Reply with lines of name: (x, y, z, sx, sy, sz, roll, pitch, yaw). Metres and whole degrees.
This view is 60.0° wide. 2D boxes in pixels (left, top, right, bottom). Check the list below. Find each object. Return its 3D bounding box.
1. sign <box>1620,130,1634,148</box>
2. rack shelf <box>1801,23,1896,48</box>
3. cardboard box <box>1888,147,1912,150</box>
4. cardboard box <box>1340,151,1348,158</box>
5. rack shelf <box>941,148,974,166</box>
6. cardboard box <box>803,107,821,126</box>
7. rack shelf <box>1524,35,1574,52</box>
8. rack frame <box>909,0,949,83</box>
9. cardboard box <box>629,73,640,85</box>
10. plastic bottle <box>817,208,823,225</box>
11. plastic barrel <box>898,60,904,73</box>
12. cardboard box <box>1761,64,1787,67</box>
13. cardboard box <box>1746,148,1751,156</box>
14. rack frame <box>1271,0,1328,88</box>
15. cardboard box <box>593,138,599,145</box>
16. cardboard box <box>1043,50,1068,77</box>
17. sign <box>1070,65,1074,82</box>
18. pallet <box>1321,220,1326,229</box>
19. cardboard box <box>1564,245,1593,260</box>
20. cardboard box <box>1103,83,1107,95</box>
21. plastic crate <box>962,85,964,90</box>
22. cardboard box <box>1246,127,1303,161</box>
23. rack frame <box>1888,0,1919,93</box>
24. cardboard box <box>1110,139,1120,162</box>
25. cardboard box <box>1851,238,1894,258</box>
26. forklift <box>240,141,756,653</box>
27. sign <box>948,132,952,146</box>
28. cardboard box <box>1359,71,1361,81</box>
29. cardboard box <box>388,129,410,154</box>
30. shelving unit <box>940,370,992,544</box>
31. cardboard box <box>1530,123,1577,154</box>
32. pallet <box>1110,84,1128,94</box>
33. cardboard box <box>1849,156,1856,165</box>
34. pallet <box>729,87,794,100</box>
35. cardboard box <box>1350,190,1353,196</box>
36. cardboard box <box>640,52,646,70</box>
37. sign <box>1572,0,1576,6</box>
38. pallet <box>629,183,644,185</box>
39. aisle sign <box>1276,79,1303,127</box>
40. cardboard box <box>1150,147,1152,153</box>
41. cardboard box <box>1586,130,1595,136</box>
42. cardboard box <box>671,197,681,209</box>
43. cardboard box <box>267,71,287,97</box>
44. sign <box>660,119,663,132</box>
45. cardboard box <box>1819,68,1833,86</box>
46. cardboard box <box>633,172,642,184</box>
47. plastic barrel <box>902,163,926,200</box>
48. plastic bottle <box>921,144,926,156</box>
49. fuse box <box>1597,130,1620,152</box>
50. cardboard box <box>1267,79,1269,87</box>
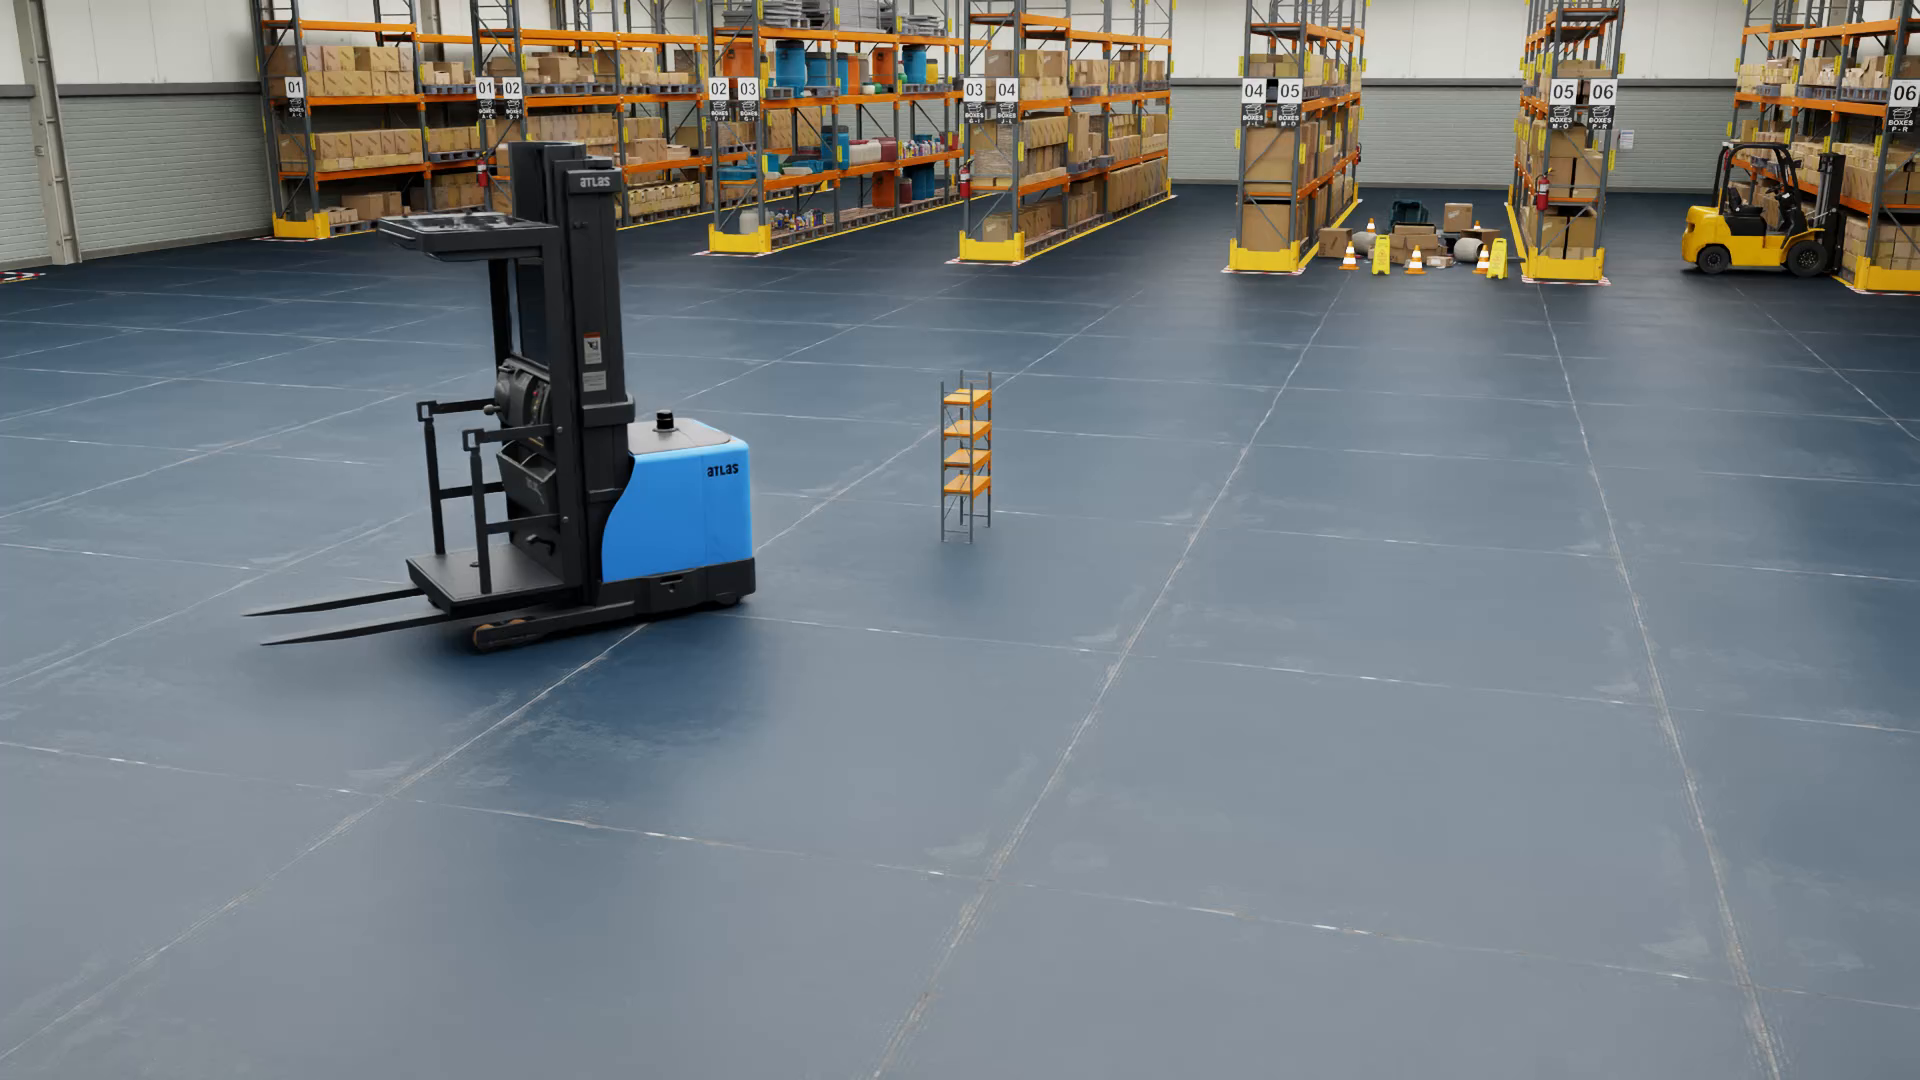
sign: (18.697, -11.237, 46.624, 0.329, 0.494, 0.001, 5, 16, 16)
rack shelf: (16.531, -9.338, 30.813, 1.077, 0.370, 4.000, 5, 16, 16)
cardboard box: (15.664, -6.467, 27.717, 0.380, 0.149, 0.250, 5, 17, 17)
cardboard box: (9.095, -9.230, 39.833, 0.380, 0.149, 0.250, 5, 17, 18)
rack shelf: (-0.206, -10.274, 44.373, 1.077, 0.370, 4.000, 5, 16, 16)
cardboard box: (-4.249, -11.920, 46.841, 0.500, 0.500, 0.500, 4, 16, 15)
rack shelf: (14.044, -11.815, 39.545, 1.077, 0.370, 4.000, 5, 16, 16)
rack frame: (-0.775, -12.983, 41.611, 1.000, 3.000, 0.127, 5, 16, 16)
cardboard box: (-7.458, -10.266, 37.036, 0.500, 0.250, 0.500, 3, 16, 10)
plastic bottle: (-2.955, -6.750, 34.680, 0.144, 0.351, 0.185, 4, 16, 14)
plastic barrel: (-1.552, -11.236, 39.932, 0.433, 0.535, 0.433, 0, 16, 0)
cardboard box: (18.148, -10.466, 37.047, 0.500, 0.250, 0.500, 5, 16, 16)
cardboard box: (18.275, -8.916, 37.995, 0.500, 0.250, 0.500, 5, 16, 16)
rack frame: (6.427, -10.095, 31.429, 1.000, 3.000, 0.127, 5, 16, 16)
cardboard box: (-7.886, -8.459, 35.285, 0.380, 0.149, 0.250, 5, 16, 16)
cardboard box: (1.817, -9.357, 32.680, 0.500, 0.500, 0.500, 4, 16, 14)
sign: (2.223, -9.272, 33.076, 0.100, 0.325, 0.005, 5, 16, 16)
pallet: (7.268, -6.713, 35.611, 1.003, 0.211, 1.213, 5, 16, 16)
cardboard box: (10.560, -4.874, 28.284, 0.500, 0.250, 0.500, 4, 16, 15)
cardboard box: (2.938, -9.894, 36.492, 0.500, 0.250, 0.500, 5, 16, 16)
plastic crate: (0.013, -11.900, 43.772, 0.437, 0.136, 0.530, 5, 16, 16)
cardboard box: (5.433, -6.848, 28.722, 0.875, 0.550, 0.550, 5, 16, 16)
rack frame: (14.825, -8.307, 25.126, 1.000, 3.000, 0.127, 5, 16, 16)
cardboard box: (3.381, -8.956, 38.223, 0.500, 0.500, 0.500, 4, 16, 14)
cardboard box: (14.664, -4.692, 26.728, 0.500, 0.250, 0.500, 4, 16, 15)
forklift: (-2.857, -0.900, 10.133, 3.031, 2.935, 1.130, -10, 19, -31)
sign: (-0.248, -10.187, 42.240, 0.100, 0.325, 0.005, 5, 16, 16)
cardboard box: (9.951, -11.819, 42.365, 0.500, 0.250, 0.500, 4, 16, 14)
cardboard box: (-12.521, -8.792, 36.692, 0.500, 0.500, 0.500, 5, 16, 16)
shelving unit: (0.047, -0.621, 12.318, 0.258, 1.200, 0.503, 5, 16, 16)
cardboard box: (10.199, -6.901, 28.601, 0.700, 0.500, 0.500, 4, 16, 15)
pallet: (3.285, -10.484, 38.644, 1.003, 0.211, 1.213, 5, 17, 18)
cardboard box: (15.161, -6.362, 27.889, 0.380, 0.149, 0.250, 4, 16, 15)
pallet: (-3.856, -8.518, 31.714, 1.003, 0.211, 1.213, 5, 16, 16)
cardboard box: (9.912, -8.950, 42.840, 0.380, 0.149, 0.250, 5, 17, 18)
cardboard box: (-9.235, -13.551, 47.058, 0.500, 0.500, 0.500, 5, 17, 18)
sign: (15.129, -13.319, 40.938, 0.100, 0.325, 0.005, 5, 16, 16)
pallet: (-9.637, -10.037, 47.328, 1.003, 0.211, 1.213, 5, 16, 16)
aisle sign: (5.558, -7.371, 28.056, 0.394, 0.787, 0.004, 5, 16, 16)
cardboard box: (4.672, -9.917, 42.257, 0.380, 0.149, 0.250, 4, 16, 15)
cardboard box: (11.675, -7.652, 31.125, 0.380, 0.149, 0.250, 5, 16, 16)
cardboard box: (-6.864, -7.892, 38.925, 0.500, 0.250, 0.500, 5, 17, 17)
cardboard box: (-13.808, -9.355, 34.098, 0.500, 0.500, 0.500, 6, 17, 20)
sign: (-7.182, -9.994, 40.091, 0.100, 0.325, 0.005, 5, 16, 16)
cardboard box: (16.152, -8.527, 30.608, 0.500, 0.311, 0.500, 4, 16, 14)
cardboard box: (-9.524, -10.458, 47.513, 0.700, 0.500, 0.500, 4, 16, 14)
plastic barrel: (-1.147, -8.963, 41.509, 0.600, 0.901, 0.708, 5, 16, 16)
plastic bottle: (-0.928, -9.586, 40.855, 0.152, 0.276, 0.135, 5, 16, 16)
fuse box: (18.165, -10.647, 46.730, 0.539, 1.711, 0.414, 5, 16, 16)
cardboard box: (5.133, -7.914, 28.744, 0.380, 0.149, 0.250, 5, 17, 16)
